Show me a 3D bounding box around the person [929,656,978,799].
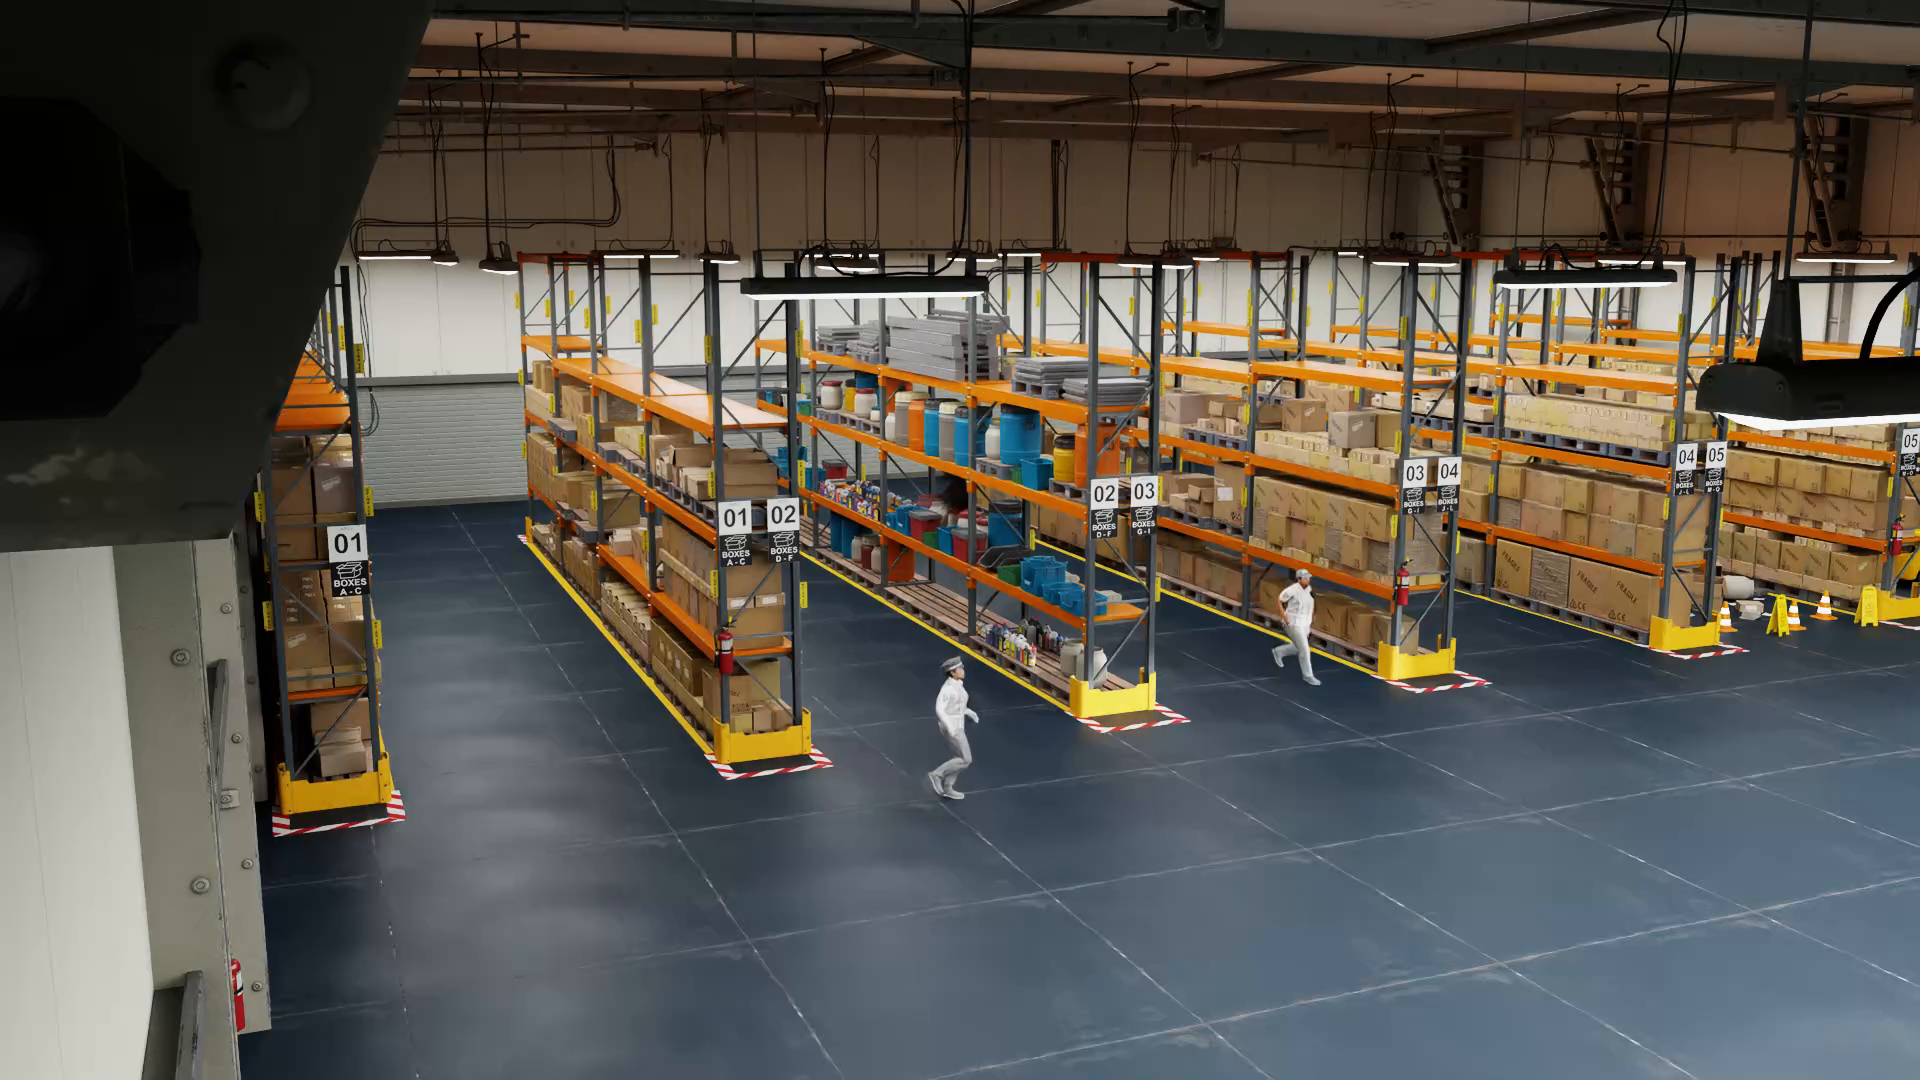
[{"bbox_3d":[-0.072,2.120,18.874,0.544,1.666,0.634,1,10,7],"label":"person"}]

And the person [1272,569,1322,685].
[{"bbox_3d":[4.828,1.213,23.919,0.630,1.662,0.895,-9,14,-40],"label":"person"}]
